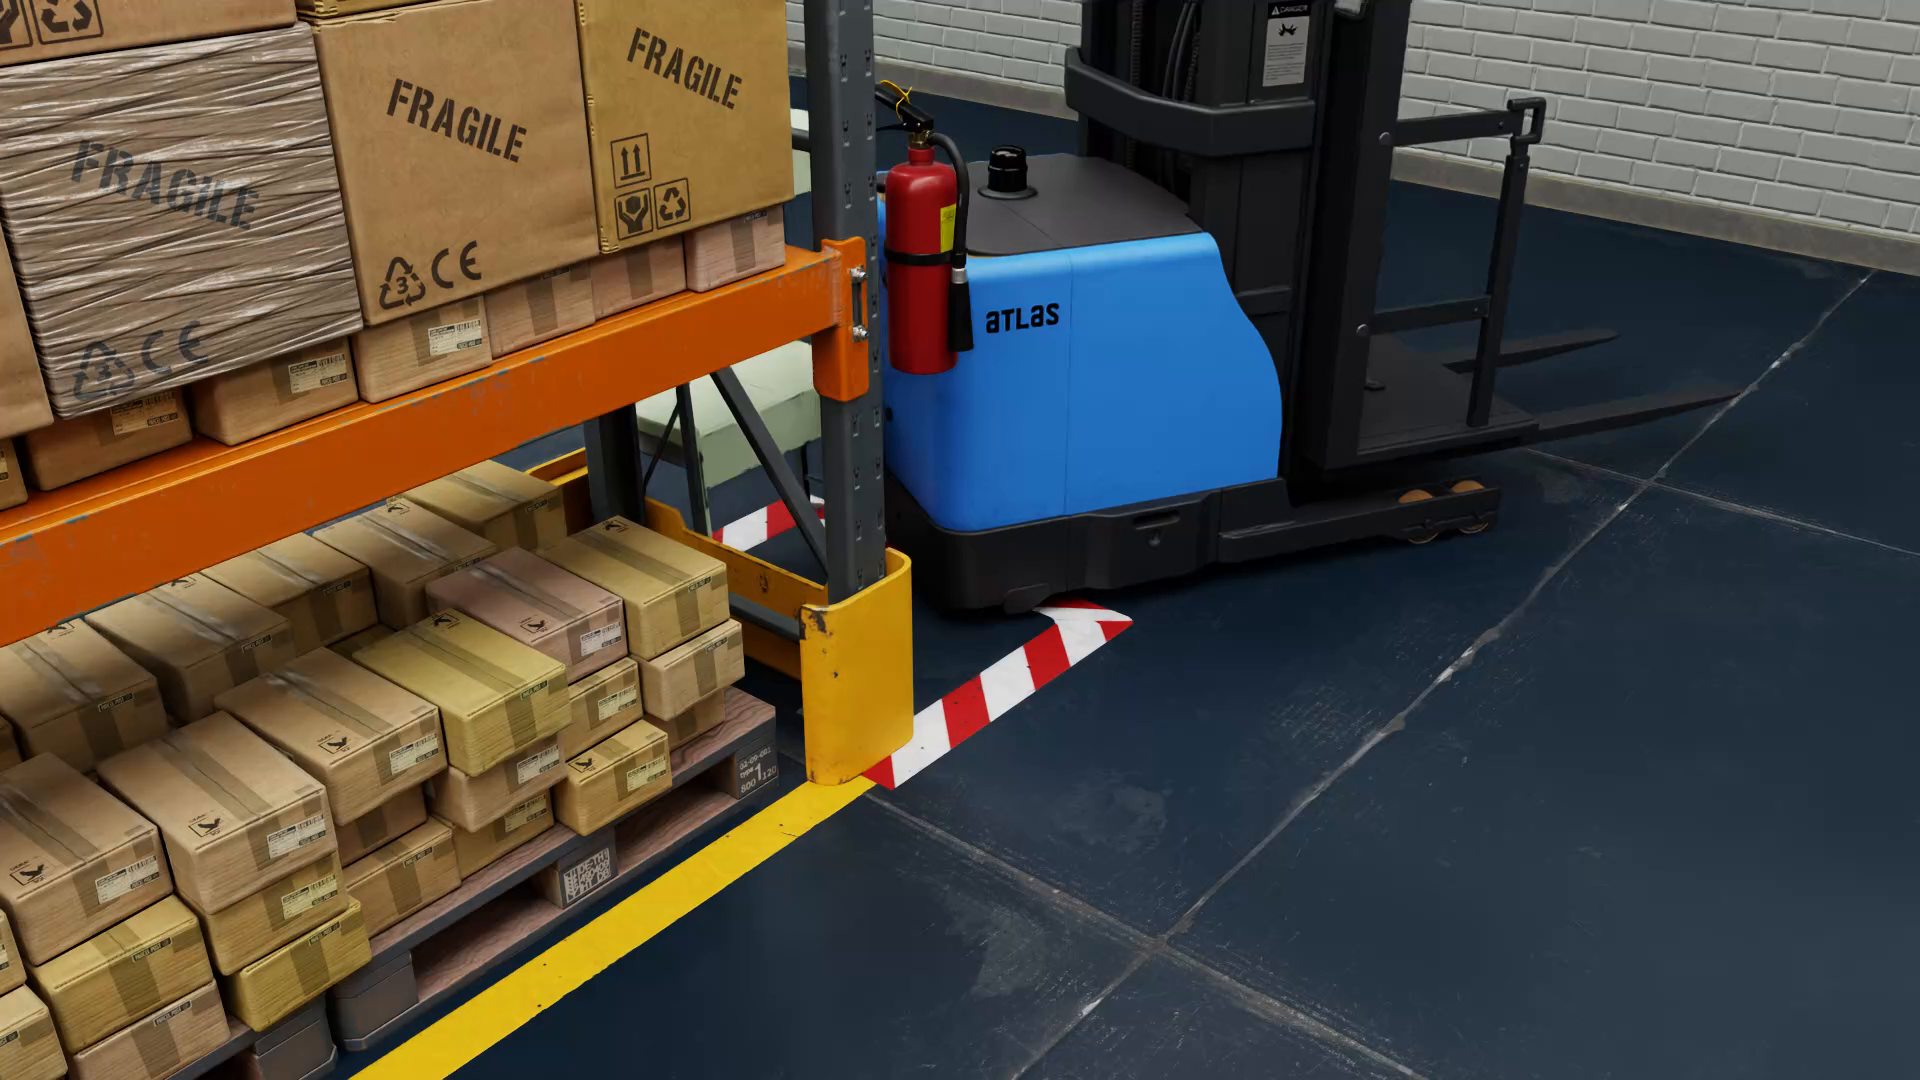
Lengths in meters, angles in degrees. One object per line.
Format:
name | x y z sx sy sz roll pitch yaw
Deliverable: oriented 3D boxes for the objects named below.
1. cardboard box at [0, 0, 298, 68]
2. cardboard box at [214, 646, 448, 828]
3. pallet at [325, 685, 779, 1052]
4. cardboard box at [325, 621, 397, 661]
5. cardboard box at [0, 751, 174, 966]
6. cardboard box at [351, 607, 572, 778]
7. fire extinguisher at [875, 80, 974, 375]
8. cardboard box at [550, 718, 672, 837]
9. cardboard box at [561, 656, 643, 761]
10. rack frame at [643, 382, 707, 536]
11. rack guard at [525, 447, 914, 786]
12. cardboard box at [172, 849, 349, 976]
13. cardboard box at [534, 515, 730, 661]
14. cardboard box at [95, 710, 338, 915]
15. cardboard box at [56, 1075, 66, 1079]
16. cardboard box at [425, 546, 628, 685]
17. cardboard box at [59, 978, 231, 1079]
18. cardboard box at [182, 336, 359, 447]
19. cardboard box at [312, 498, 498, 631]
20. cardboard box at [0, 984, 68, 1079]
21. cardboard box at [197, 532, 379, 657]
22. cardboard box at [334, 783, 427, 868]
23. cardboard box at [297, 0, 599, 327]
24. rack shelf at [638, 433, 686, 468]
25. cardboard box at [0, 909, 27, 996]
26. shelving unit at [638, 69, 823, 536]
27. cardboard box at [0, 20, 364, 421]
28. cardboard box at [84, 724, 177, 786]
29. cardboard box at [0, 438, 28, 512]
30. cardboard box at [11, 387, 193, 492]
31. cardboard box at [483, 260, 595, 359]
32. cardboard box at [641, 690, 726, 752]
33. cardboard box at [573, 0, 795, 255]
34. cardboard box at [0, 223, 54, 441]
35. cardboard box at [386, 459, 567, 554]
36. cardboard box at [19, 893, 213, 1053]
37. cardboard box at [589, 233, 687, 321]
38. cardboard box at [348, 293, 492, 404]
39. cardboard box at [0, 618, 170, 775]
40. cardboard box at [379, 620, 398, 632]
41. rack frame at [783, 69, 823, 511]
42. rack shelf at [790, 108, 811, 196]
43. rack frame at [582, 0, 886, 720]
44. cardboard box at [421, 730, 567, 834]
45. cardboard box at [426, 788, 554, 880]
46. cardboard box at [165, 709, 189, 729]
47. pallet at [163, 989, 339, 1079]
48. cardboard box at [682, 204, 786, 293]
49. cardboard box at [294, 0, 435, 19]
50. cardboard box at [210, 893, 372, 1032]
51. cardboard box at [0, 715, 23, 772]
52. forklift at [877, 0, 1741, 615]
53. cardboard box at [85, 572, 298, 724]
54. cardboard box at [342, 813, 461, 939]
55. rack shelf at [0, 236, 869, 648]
cardboard box | -1.350 -0.993 2.385 0.500 0.500 0.500 23 35 37
cardboard box | -1.230 0.377 3.254 0.380 0.149 0.250 19 33 32
pallet | -1.197 0.569 3.921 1.003 0.211 1.213 21 34 34
cardboard box | -1.441 0.277 3.771 0.380 0.149 0.250 21 34 35
cardboard box | -1.611 0.550 2.920 0.380 0.149 0.250 19 33 33
cardboard box | -1.017 0.304 3.396 0.380 0.149 0.250 20 33 33
fire extinguisher | -0.088 -0.729 3.884 0.296 0.674 0.183 21 34 34
cardboard box | -0.864 0.474 3.715 0.380 0.149 0.250 22 35 36
cardboard box | -0.928 0.321 3.687 0.380 0.149 0.250 20 33 33
rack frame | -0.875 -0.471 4.504 0.400 1.500 0.023 19 34 36
rack guard | -0.653 0.163 4.391 1.175 0.500 0.348 21 34 34
cardboard box | -1.369 0.616 3.117 0.380 0.149 0.250 21 34 35
cardboard box | -0.746 0.103 3.785 0.380 0.149 0.250 21 34 35
cardboard box | -1.358 0.489 3.038 0.380 0.149 0.250 22 35 36
cardboard box | -1.767 0.901 2.889 0.380 0.149 0.250 22 34 36
cardboard box | -0.950 0.175 3.645 0.380 0.149 0.250 22 34 35
cardboard box | -1.549 0.833 3.020 0.380 0.149 0.250 22 34 35
cardboard box | -1.264 -0.312 2.862 0.380 0.149 0.250 19 33 32
cardboard box | -1.283 0.061 3.867 0.380 0.149 0.250 21 34 35
cardboard box | -1.700 0.807 2.747 0.380 0.149 0.250 21 34 35
cardboard box | -1.542 0.112 3.766 0.380 0.149 0.250 21 34 34
cardboard box | -1.300 0.494 3.353 0.380 0.149 0.250 20 34 34
cardboard box | -1.023 -0.735 2.974 0.500 0.500 0.500 20 33 34
rack shelf | -0.627 -0.378 4.862 0.332 0.071 0.664 19 34 36
cardboard box | -1.756 0.651 2.725 0.380 0.149 0.250 21 34 35
shelving unit | -0.639 -0.605 4.749 0.431 1.500 0.755 19 34 36
cardboard box | -1.338 -0.553 2.621 0.500 0.500 0.500 21 34 35
cardboard box | -1.783 0.458 3.421 0.380 0.149 0.250 19 33 32
cardboard box | -1.637 -0.135 2.519 0.380 0.149 0.250 21 34 35
cardboard box | -1.481 -0.234 2.710 0.380 0.149 0.250 19 33 32
cardboard box | -0.929 -0.494 3.214 0.380 0.149 0.250 20 34 34
cardboard box | -0.778 0.353 3.949 0.380 0.149 0.250 21 34 35
cardboard box | -0.692 -0.916 3.324 0.500 0.500 0.500 22 34 35
cardboard box | -1.664 -0.379 2.285 0.500 0.500 0.500 23 35 37
cardboard box | -1.200 -0.072 4.124 0.380 0.149 0.250 19 33 32
cardboard box | -1.546 0.701 2.952 0.380 0.149 0.250 23 35 37
cardboard box | -0.781 -0.587 3.394 0.380 0.149 0.250 21 34 34
cardboard box | -1.073 -0.397 3.026 0.380 0.149 0.250 22 34 36
cardboard box | -1.819 0.320 3.365 0.380 0.149 0.250 22 35 36
cardboard box | -1.354 0.165 3.989 0.380 0.149 0.250 21 34 34
rack frame | -0.402 -0.740 4.993 0.400 1.500 0.023 19 34 36
rack shelf | -0.656 -0.954 4.574 0.431 0.370 0.720 19 34 36
rack frame | -0.605 -0.974 3.869 1.000 3.000 0.127 21 34 34
cardboard box | -1.049 0.429 3.479 0.380 0.149 0.250 19 33 32
cardboard box | -1.098 0.542 3.583 0.380 0.149 0.250 21 34 34
cardboard box | -1.688 0.336 3.657 0.380 0.149 0.250 22 35 36
pallet | -1.973 0.999 3.088 1.003 0.211 1.213 21 34 34
cardboard box | -0.594 -0.665 3.543 0.380 0.149 0.250 21 34 34
cardboard box | -1.026 -1.180 2.746 0.500 0.500 0.500 19 33 33
cardboard box | -1.359 0.742 3.196 0.380 0.149 0.250 19 33 32
cardboard box | -2.022 0.400 3.210 0.380 0.149 0.250 21 34 35
forklift | 1.175 -1.476 4.983 3.031 2.867 1.129 -10 29 -19
cardboard box | -1.636 0.225 3.550 0.380 0.149 0.250 19 33 32
cardboard box | -1.245 0.634 3.406 0.380 0.149 0.250 21 34 35
rack shelf | -1.877 0.054 2.663 1.077 0.370 4.000 21 34 34
